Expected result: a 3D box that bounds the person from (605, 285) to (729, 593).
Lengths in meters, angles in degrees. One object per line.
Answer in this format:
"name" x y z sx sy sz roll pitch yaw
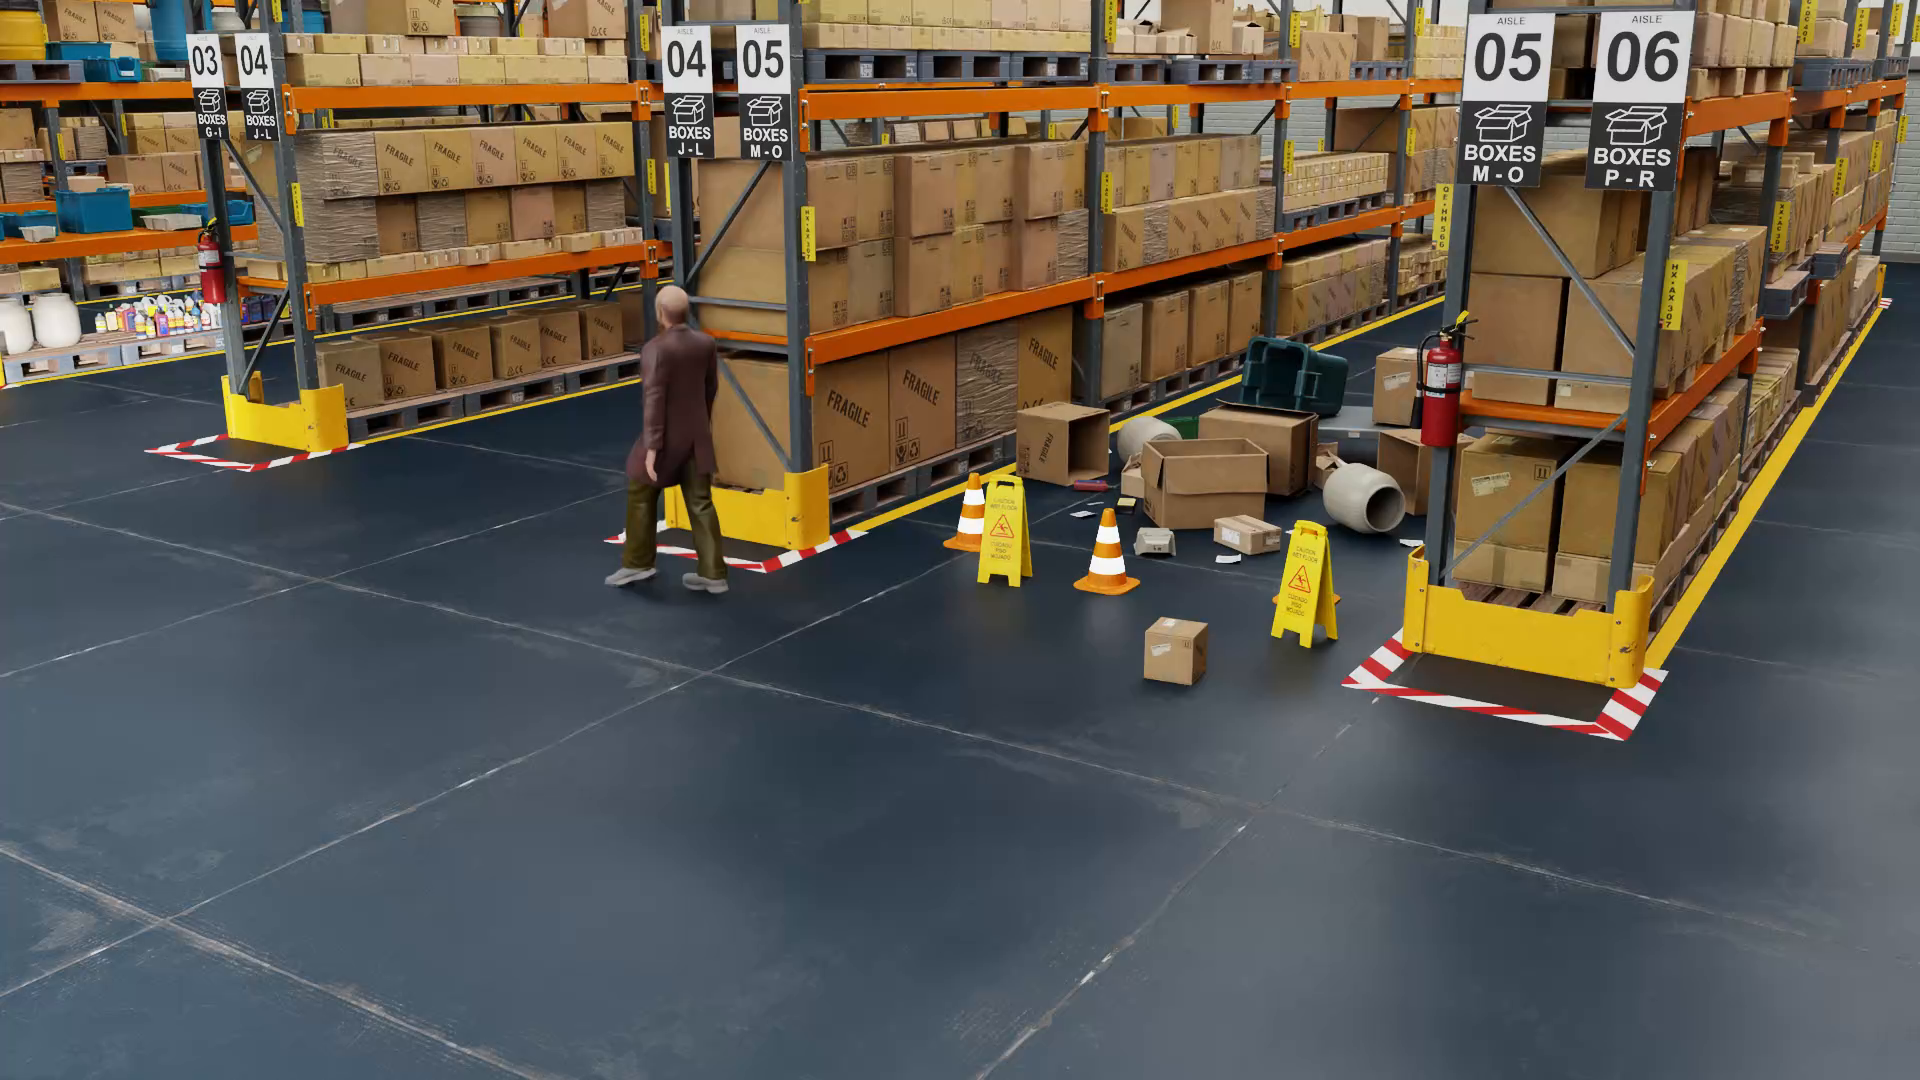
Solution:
"person" -1.668 -0.564 9.546 0.859 1.807 0.642 14 21 40
